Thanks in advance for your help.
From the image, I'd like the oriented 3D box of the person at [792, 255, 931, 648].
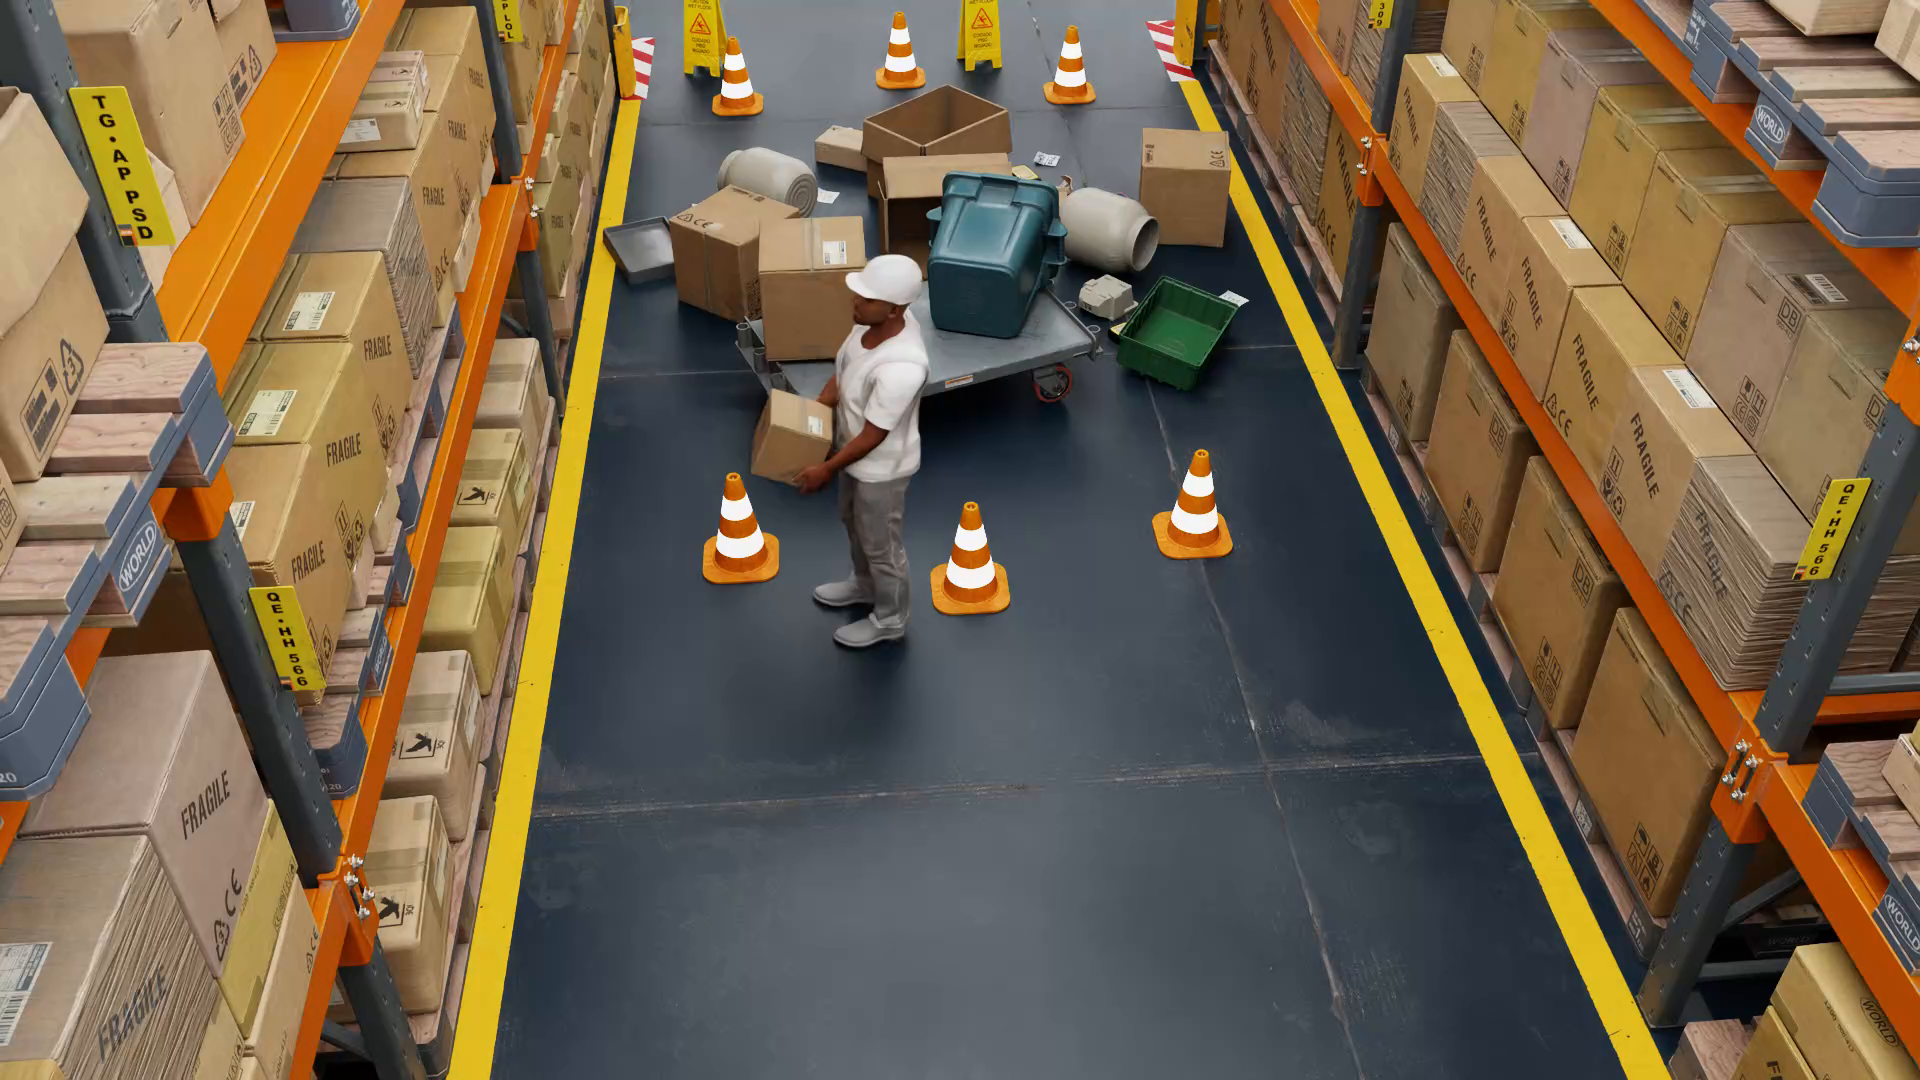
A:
[{"bbox_3d":[-0.407,-0.323,6.533,0.559,1.772,0.543,-9,40,-11],"label":"person"}]
